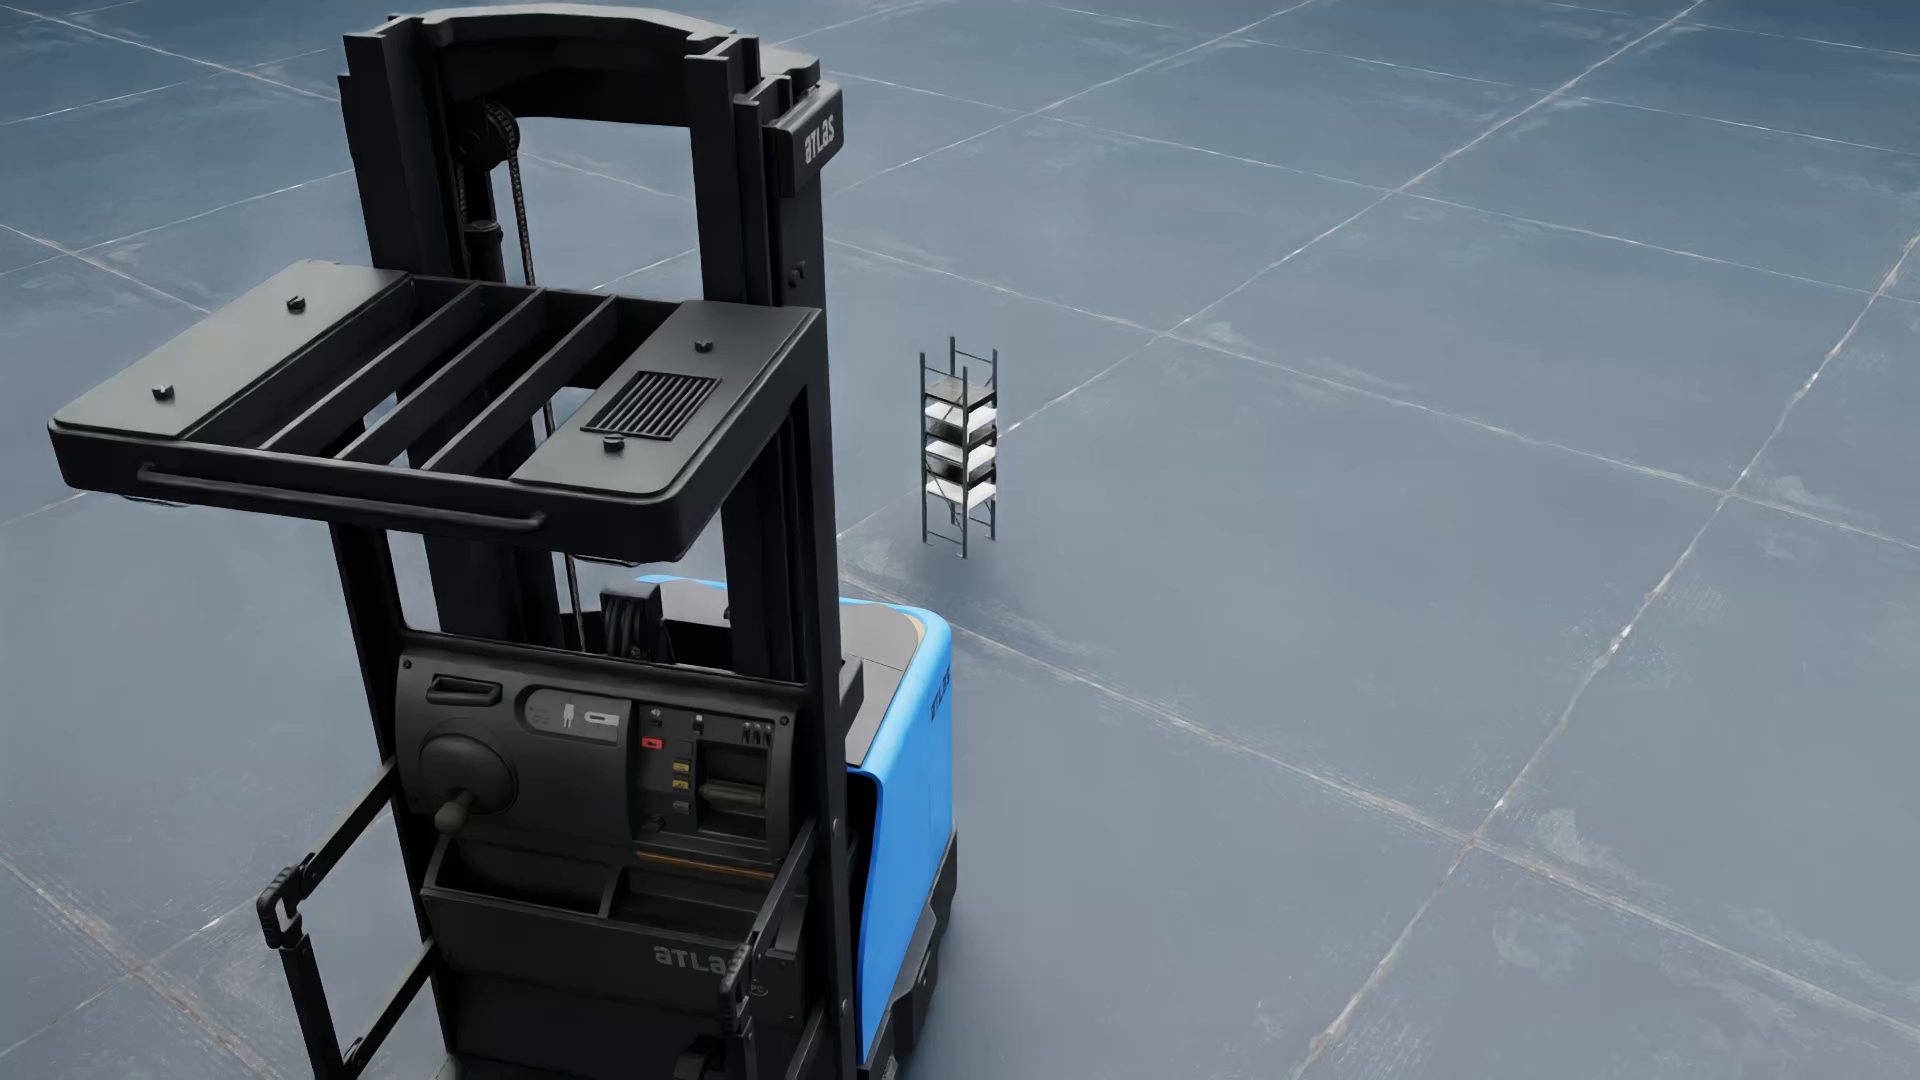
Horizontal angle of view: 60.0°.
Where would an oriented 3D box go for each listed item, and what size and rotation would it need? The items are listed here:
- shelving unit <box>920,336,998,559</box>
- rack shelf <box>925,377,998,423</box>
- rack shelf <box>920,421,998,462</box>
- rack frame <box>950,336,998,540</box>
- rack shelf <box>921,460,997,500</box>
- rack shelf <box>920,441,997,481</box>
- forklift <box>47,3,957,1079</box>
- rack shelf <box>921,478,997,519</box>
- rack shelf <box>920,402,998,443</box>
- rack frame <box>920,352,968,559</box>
[{"bbox_3d":[-0.005,-0.384,7.015,0.258,0.900,0.210,21,37,31],"label":"shelving unit"},{"bbox_3d":[-0.005,-0.587,6.894,0.258,0.077,0.200,21,37,31],"label":"rack shelf"},{"bbox_3d":[-0.005,-0.433,6.986,0.258,0.077,0.200,21,37,31],"label":"rack shelf"},{"bbox_3d":[0.056,-0.425,7.085,0.240,0.900,0.006,21,37,31],"label":"rack frame"},{"bbox_3d":[-0.005,-0.278,7.078,0.258,0.077,0.200,21,37,31],"label":"rack shelf"},{"bbox_3d":[-0.005,-0.355,7.032,0.258,0.077,0.200,21,37,31],"label":"rack shelf"},{"bbox_3d":[-0.854,0.538,3.467,1.130,2.935,3.031,7,31,12],"label":"forklift"},{"bbox_3d":[-0.005,-0.200,7.124,0.258,0.077,0.200,21,37,31],"label":"rack shelf"},{"bbox_3d":[-0.005,-0.510,6.940,0.258,0.077,0.200,21,37,31],"label":"rack shelf"},{"bbox_3d":[-0.066,-0.343,6.945,0.240,0.900,0.006,21,37,31],"label":"rack frame"}]
